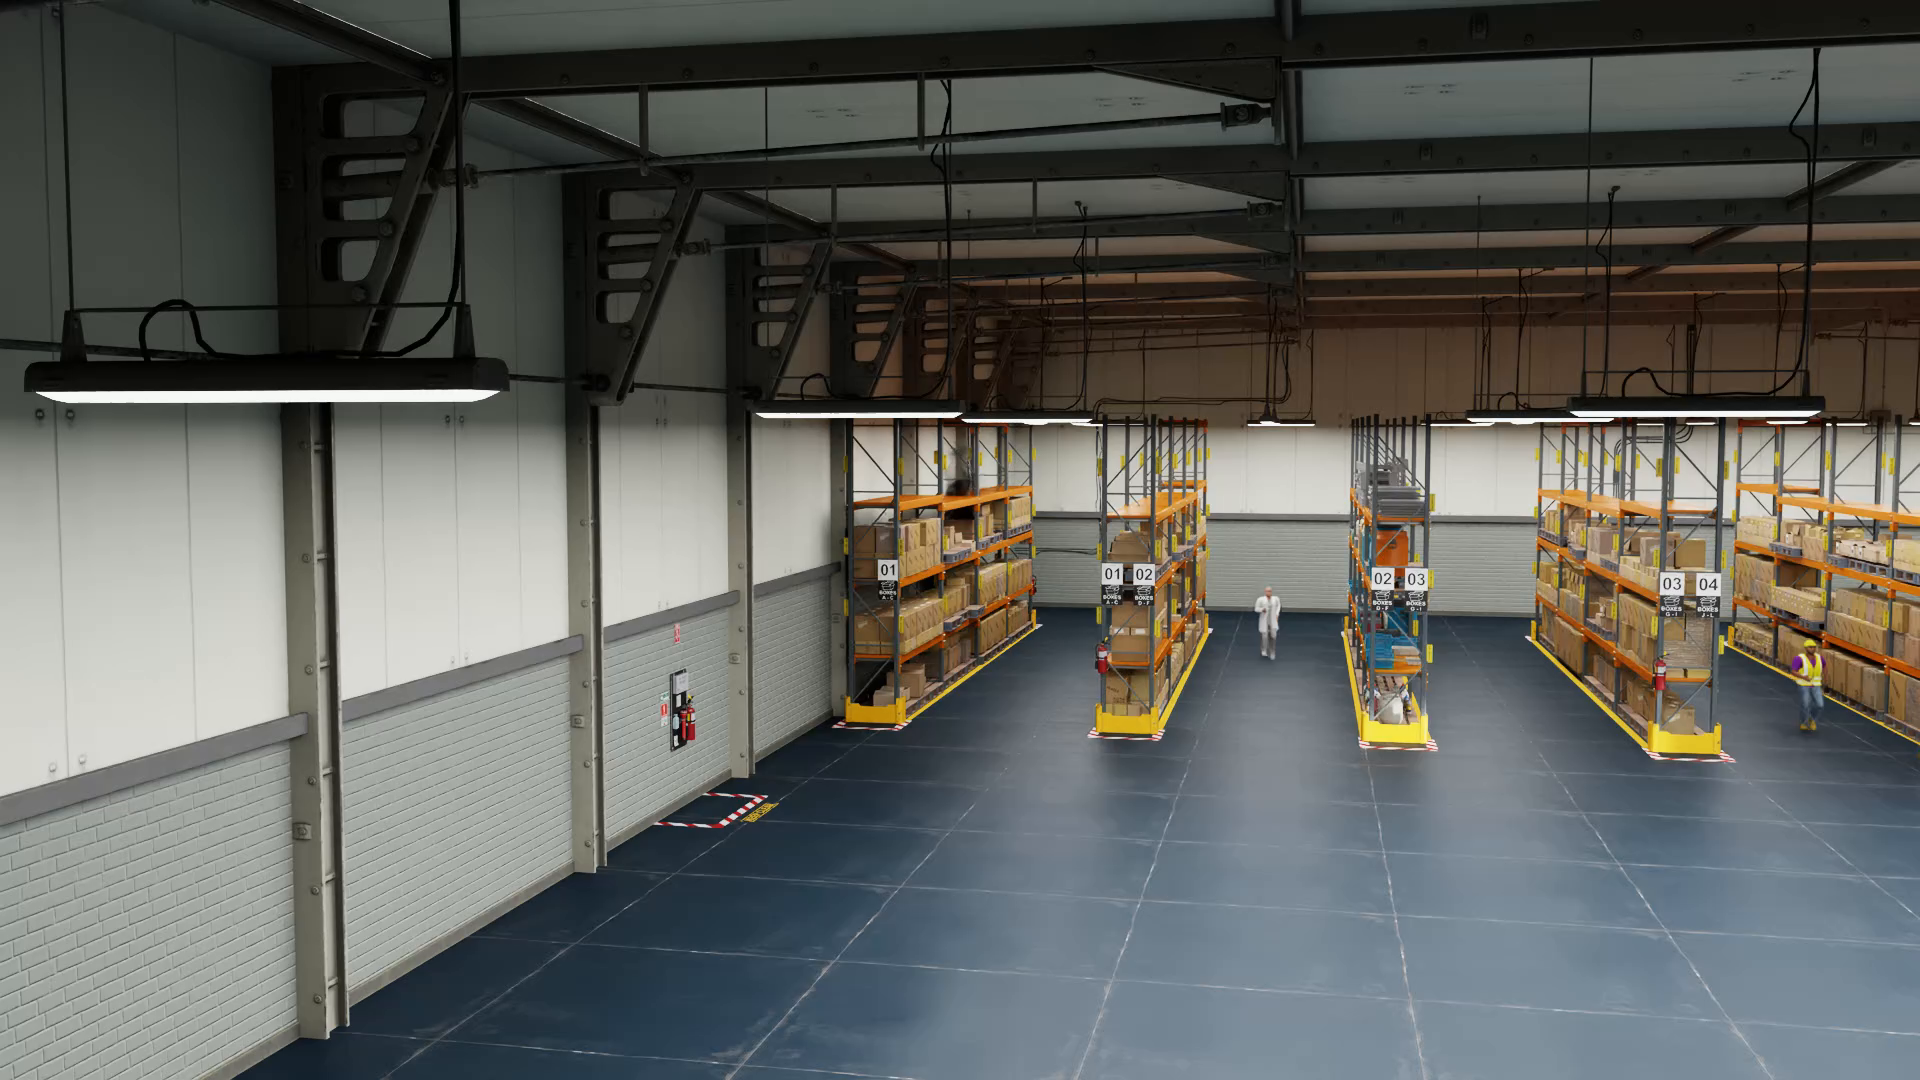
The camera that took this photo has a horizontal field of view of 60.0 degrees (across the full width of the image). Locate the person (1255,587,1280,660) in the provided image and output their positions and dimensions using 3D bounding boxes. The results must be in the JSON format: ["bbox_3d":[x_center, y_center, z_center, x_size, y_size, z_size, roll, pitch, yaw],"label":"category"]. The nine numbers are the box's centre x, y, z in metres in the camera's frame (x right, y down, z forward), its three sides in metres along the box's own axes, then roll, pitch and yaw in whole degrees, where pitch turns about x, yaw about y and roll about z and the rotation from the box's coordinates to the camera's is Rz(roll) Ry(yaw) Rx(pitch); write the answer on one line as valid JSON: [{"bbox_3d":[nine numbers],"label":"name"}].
[{"bbox_3d":[7.688,2.085,41.538,0.656,1.848,0.903,0,4,4],"label":"person"}]

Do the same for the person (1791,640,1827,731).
[{"bbox_3d":[16.081,2.756,31.408,0.723,1.745,0.639,0,4,4],"label":"person"}]
